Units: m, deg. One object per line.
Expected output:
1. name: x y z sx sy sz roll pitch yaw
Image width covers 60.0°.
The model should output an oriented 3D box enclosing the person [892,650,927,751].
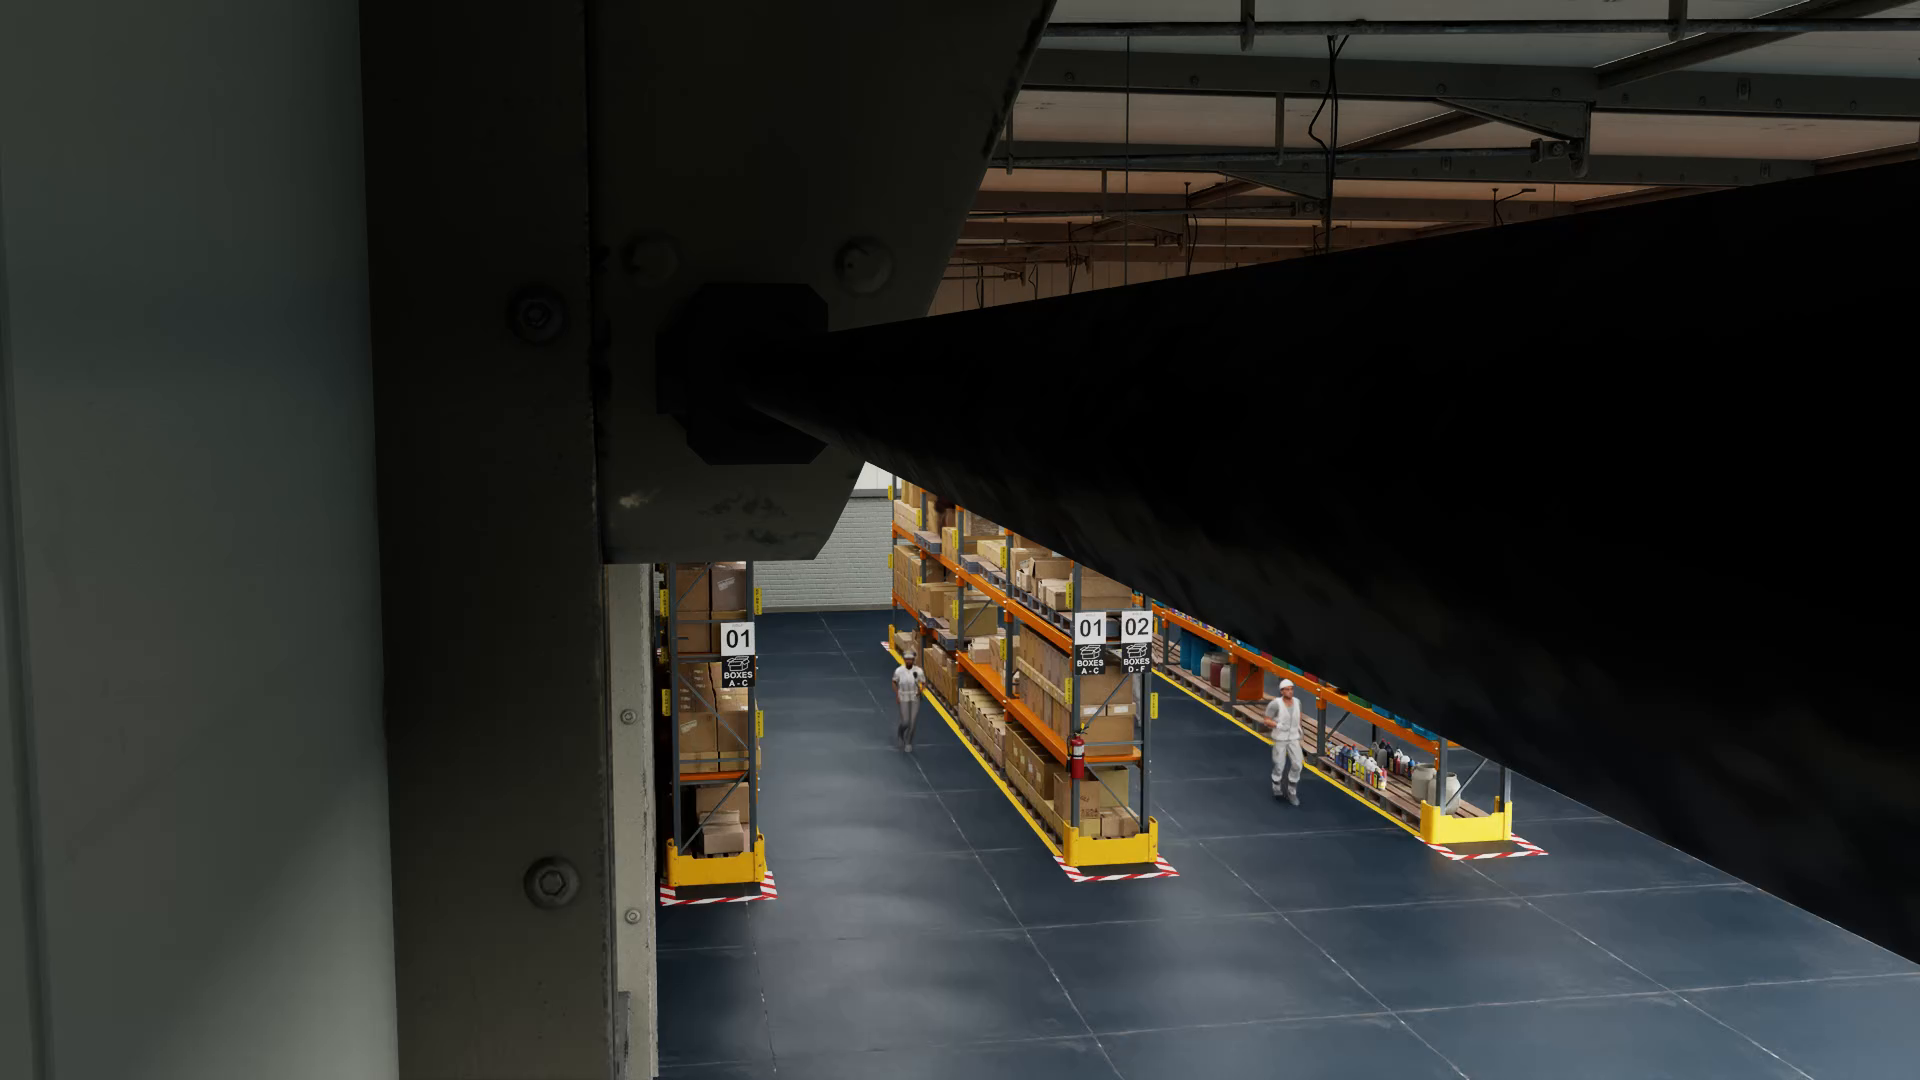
1. person: -0.810 2.600 26.868 0.561 1.668 0.564 -1 6 -6

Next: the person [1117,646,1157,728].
1. person: 3.098 2.332 28.890 0.667 1.750 0.915 -2 6 -14

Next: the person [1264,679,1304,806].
1. person: 4.645 2.890 23.759 0.635 1.824 0.749 -1 6 -8
